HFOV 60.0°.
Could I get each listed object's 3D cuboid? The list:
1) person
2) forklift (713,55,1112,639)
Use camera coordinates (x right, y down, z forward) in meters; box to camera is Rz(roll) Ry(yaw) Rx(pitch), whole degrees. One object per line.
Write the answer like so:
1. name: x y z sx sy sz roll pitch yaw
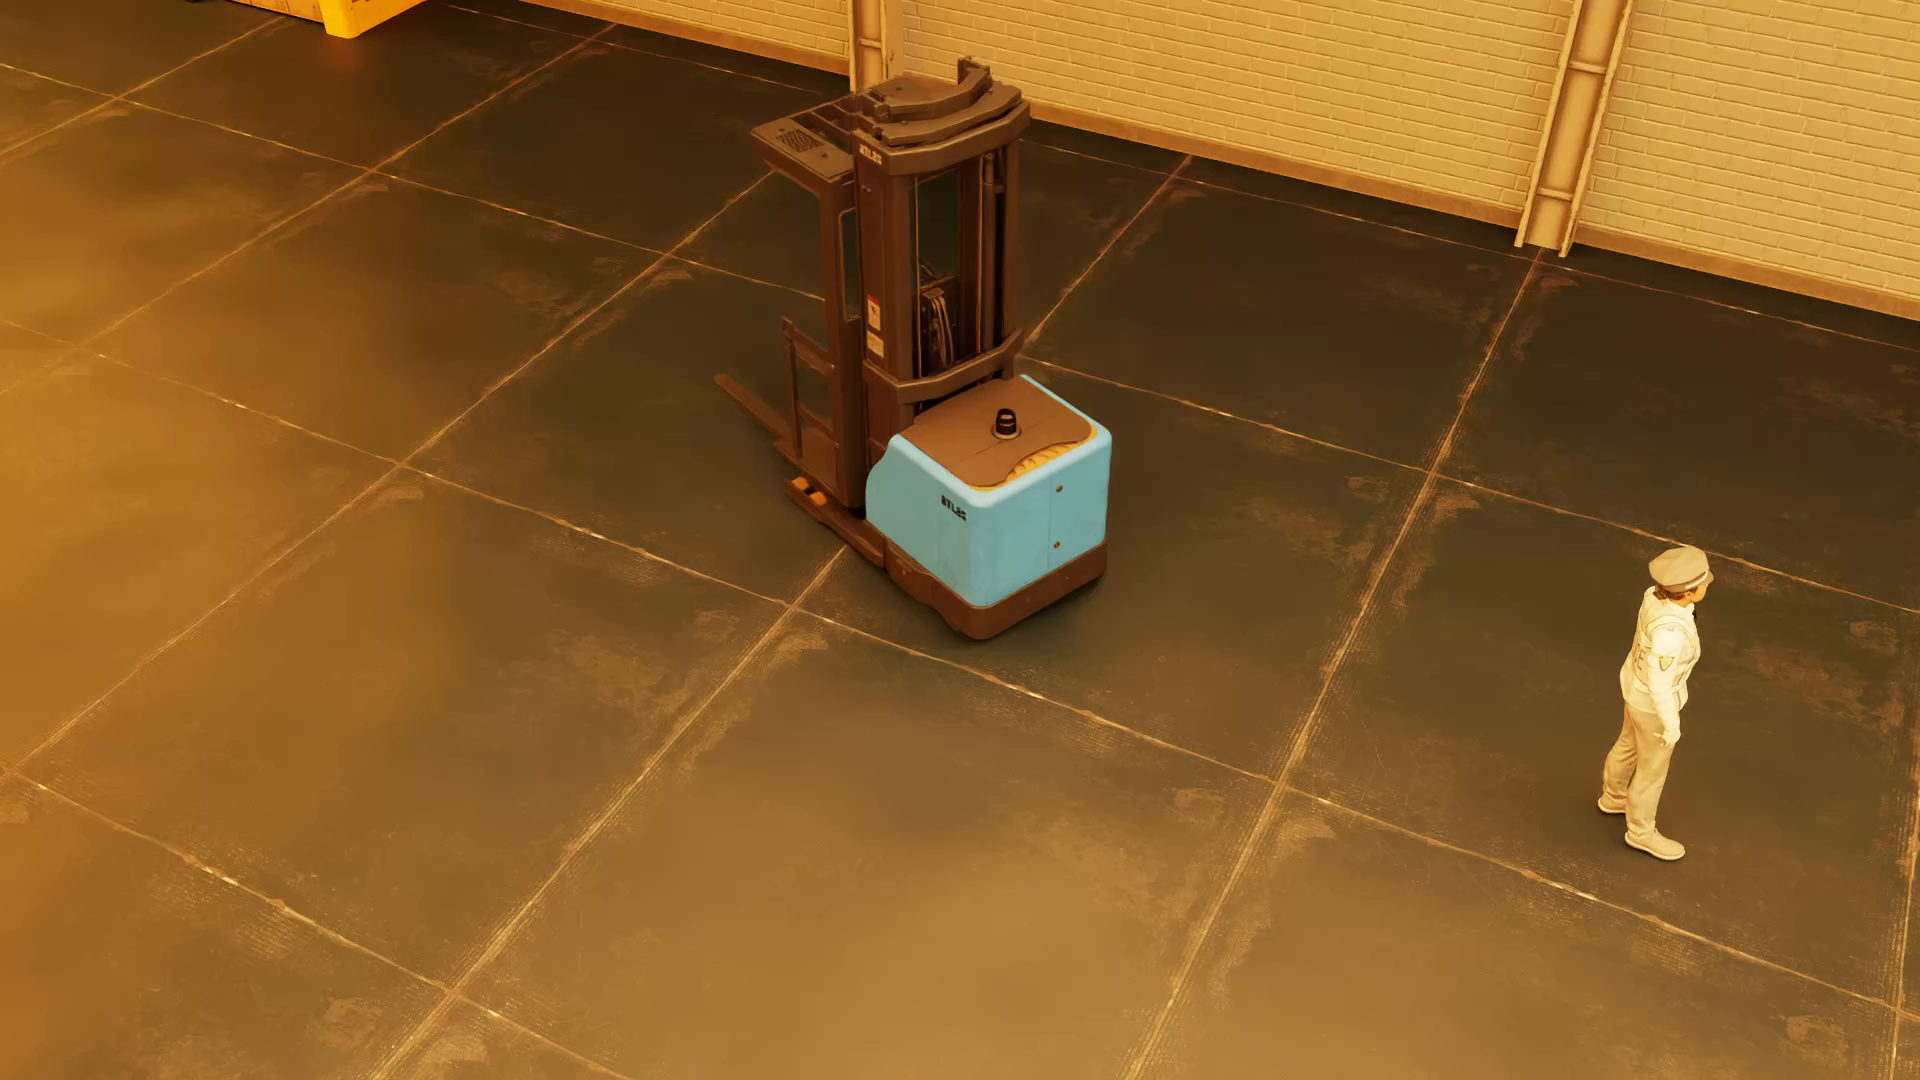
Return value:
1. person: 3.424 0.755 8.039 0.530 1.694 0.588 7 41 8
2. forklift: -0.453 -1.438 9.694 1.130 2.935 3.031 -28 47 -29
